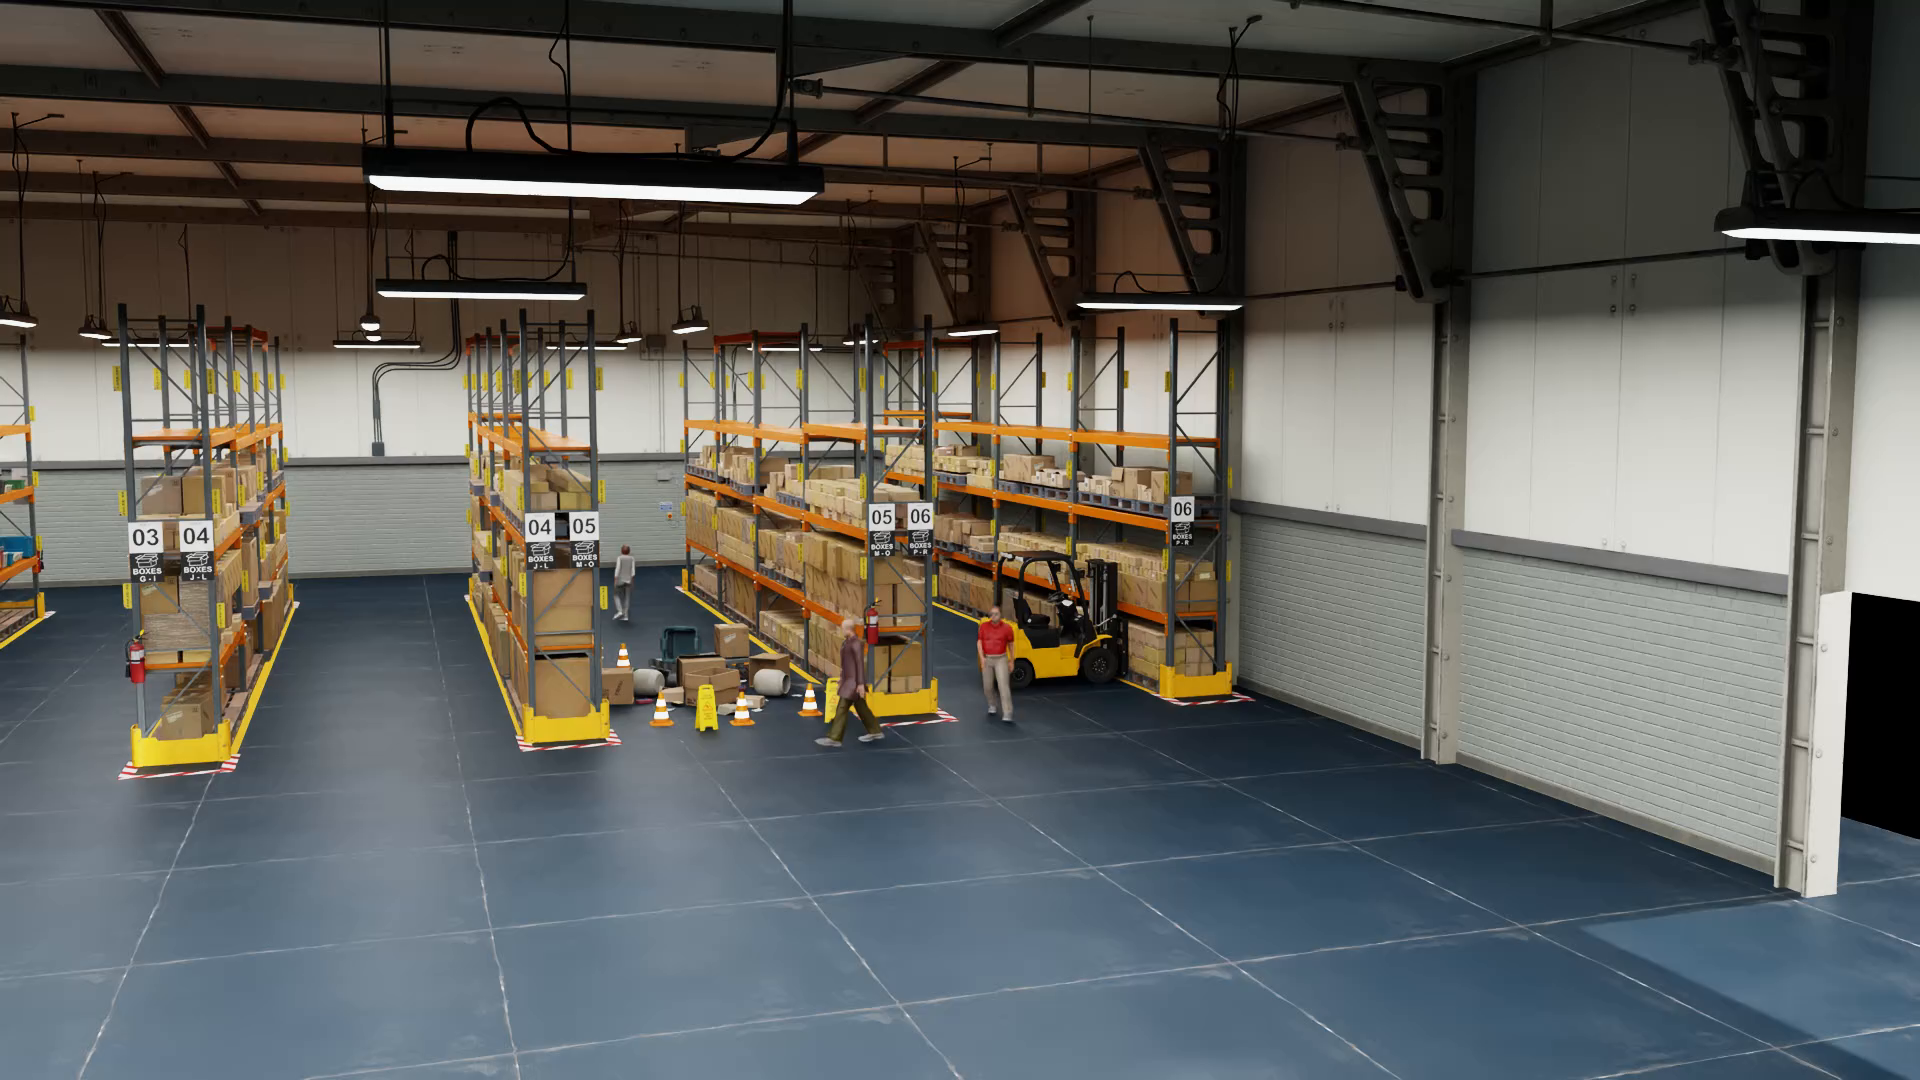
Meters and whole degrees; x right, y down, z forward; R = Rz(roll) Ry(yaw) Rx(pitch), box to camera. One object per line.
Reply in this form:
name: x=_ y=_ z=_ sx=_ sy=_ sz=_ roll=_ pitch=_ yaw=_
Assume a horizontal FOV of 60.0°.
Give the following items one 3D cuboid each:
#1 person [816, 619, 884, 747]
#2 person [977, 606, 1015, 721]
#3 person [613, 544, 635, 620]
person: x=-1.532 y=1.957 z=22.966 sx=0.959 sy=1.742 sz=0.609 roll=-1 pitch=6 yaw=-10
person: x=0.565 y=1.820 z=24.778 sx=0.657 sy=1.678 sz=0.824 roll=2 pitch=6 yaw=22
person: x=-7.056 y=0.892 z=34.893 sx=0.484 sy=1.598 sz=0.367 roll=-2 pitch=6 yaw=-22
